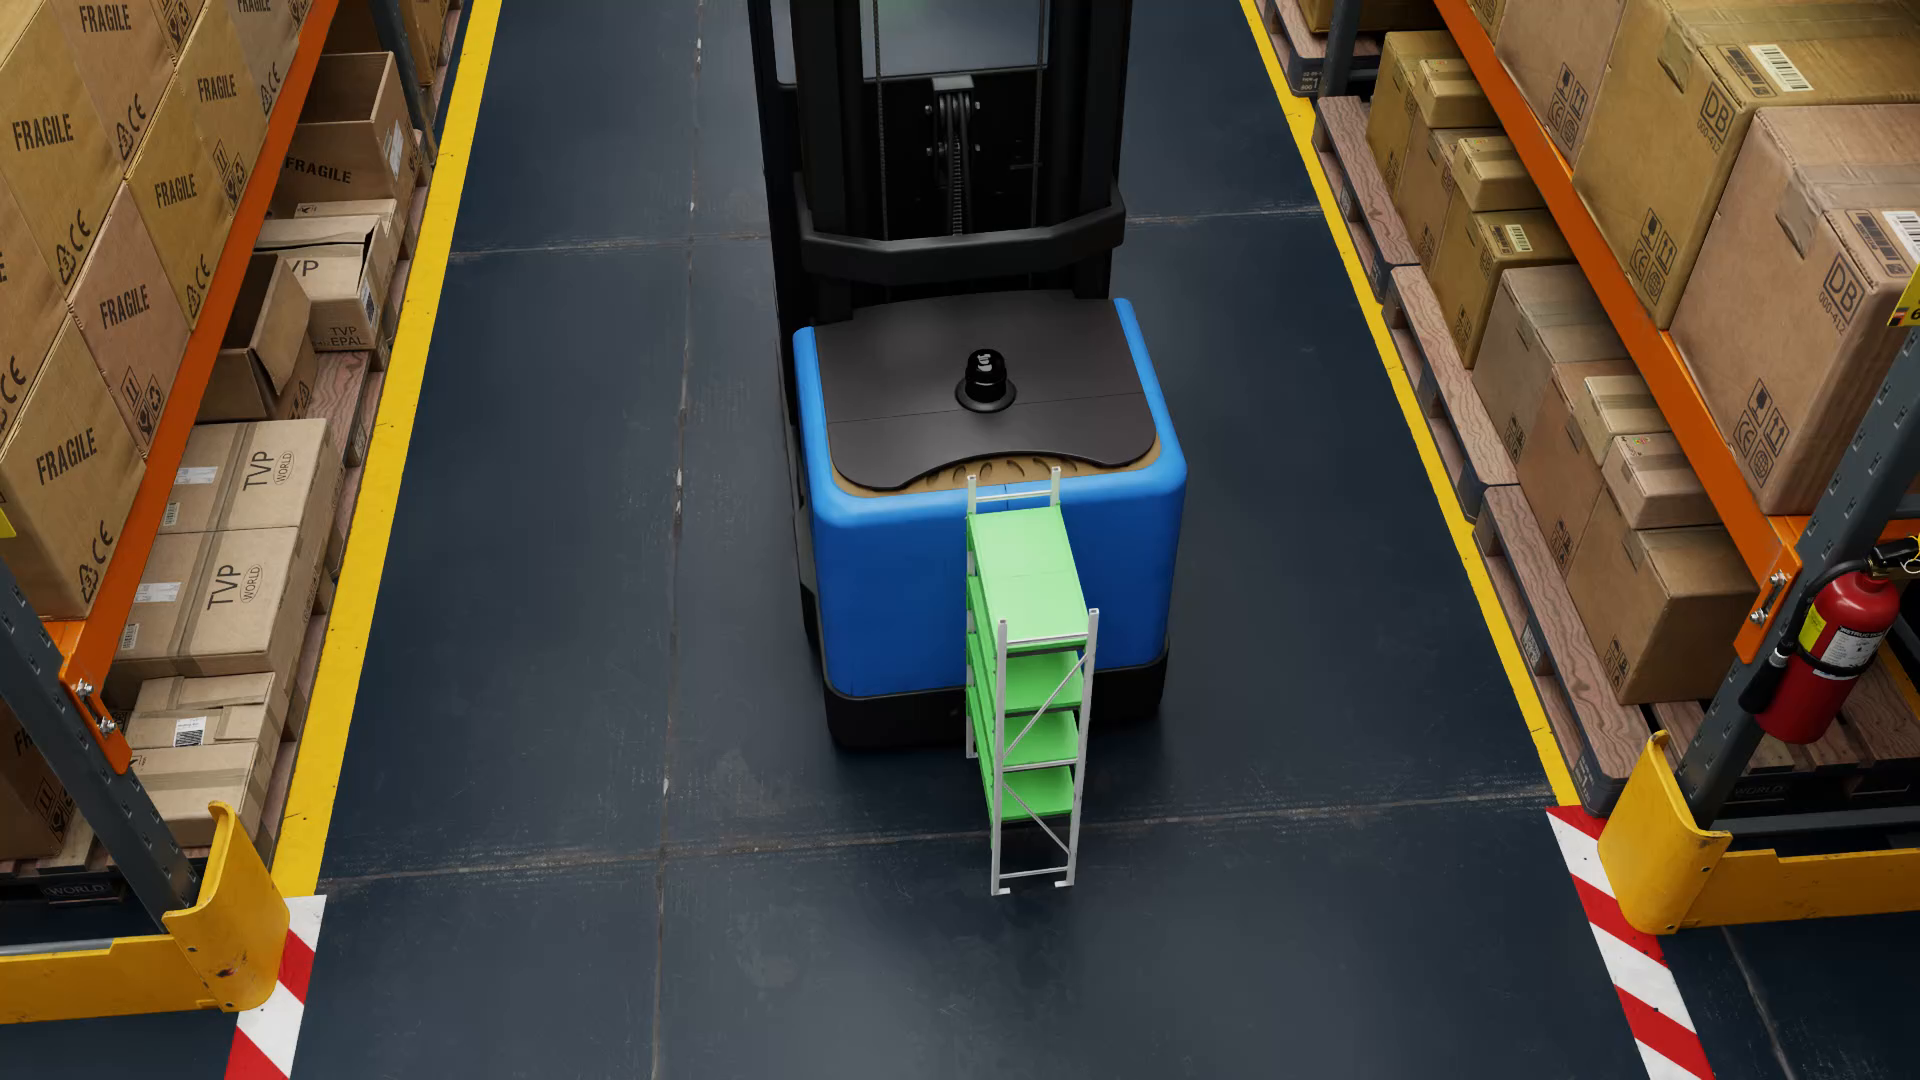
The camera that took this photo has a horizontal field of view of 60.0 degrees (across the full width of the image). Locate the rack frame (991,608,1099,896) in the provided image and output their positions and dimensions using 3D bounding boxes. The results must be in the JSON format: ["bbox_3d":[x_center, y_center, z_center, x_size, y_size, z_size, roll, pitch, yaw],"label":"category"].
[{"bbox_3d":[0.209,0.592,4.362,0.240,1.200,0.015,-6,47,-6],"label":"rack frame"}]

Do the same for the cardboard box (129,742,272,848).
[{"bbox_3d":[-2.166,0.719,4.663,0.380,0.149,0.250,-3,47,-3],"label":"cardboard box"}]

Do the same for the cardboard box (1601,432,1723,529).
[{"bbox_3d":[2.112,-0.180,4.840,0.380,0.149,0.250,-4,47,-4],"label":"cardboard box"}]

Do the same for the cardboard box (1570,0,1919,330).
[{"bbox_3d":[2.338,-1.087,4.507,0.980,0.700,0.700,-4,47,-4],"label":"cardboard box"}]

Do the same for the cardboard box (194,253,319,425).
[{"bbox_3d":[-2.646,-0.614,5.682,0.797,0.503,0.637,-3,47,-3],"label":"cardboard box"}]

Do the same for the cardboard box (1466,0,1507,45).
[{"bbox_3d":[2.212,-2.165,5.528,0.980,0.700,0.700,-5,47,-4],"label":"cardboard box"}]

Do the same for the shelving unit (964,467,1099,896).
[{"bbox_3d":[0.174,0.417,4.529,0.258,1.200,0.503,-6,47,-6],"label":"shelving unit"}]

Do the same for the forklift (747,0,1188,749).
[{"bbox_3d":[-0.090,-1.457,5.111,1.130,2.935,3.031,-6,47,-6],"label":"forklift"}]

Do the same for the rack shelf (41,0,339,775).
[{"bbox_3d":[-2.641,-0.986,5.113,1.077,0.370,4.000,-3,47,-3],"label":"rack shelf"}]

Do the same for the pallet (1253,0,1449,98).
[{"bbox_3d":[1.988,-2.579,8.047,1.003,0.211,1.213,-3,47,-3],"label":"pallet"}]

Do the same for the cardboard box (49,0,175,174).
[{"bbox_3d":[-2.336,-1.241,4.102,0.500,0.500,0.500,-3,47,-3],"label":"cardboard box"}]

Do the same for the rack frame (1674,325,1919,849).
[{"bbox_3d":[2.462,-0.090,3.769,1.000,3.000,0.127,-3,47,-3],"label":"rack frame"}]

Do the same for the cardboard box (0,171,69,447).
[{"bbox_3d":[-2.248,-0.501,3.401,0.500,0.500,0.500,-2,47,-2],"label":"cardboard box"}]

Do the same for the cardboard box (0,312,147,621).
[{"bbox_3d":[-2.248,-0.157,3.764,0.500,0.500,0.500,-3,47,-2],"label":"cardboard box"}]

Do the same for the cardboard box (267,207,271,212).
[{"bbox_3d":[-2.989,-1.590,6.739,0.500,0.311,0.500,-3,47,-3],"label":"cardboard box"}]

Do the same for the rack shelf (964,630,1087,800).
[{"bbox_3d":[0.174,0.461,4.575,0.258,0.148,0.480,-6,47,-6],"label":"rack shelf"}]

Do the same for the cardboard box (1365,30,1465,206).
[{"bbox_3d":[2.088,-1.721,6.747,0.700,0.500,0.500,-3,47,-3],"label":"cardboard box"}]

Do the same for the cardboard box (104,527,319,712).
[{"bbox_3d":[-2.278,0.236,5.051,0.500,0.250,0.500,-3,47,-3],"label":"cardboard box"}]

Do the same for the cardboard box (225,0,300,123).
[{"bbox_3d":[-2.421,-1.624,5.153,0.500,0.500,0.500,-3,47,-2],"label":"cardboard box"}]

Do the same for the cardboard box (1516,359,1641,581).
[{"bbox_3d":[2.262,-0.237,5.341,0.700,0.500,0.500,-4,47,-3],"label":"cardboard box"}]

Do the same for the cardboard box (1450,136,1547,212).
[{"bbox_3d":[1.979,-1.308,5.908,0.380,0.149,0.250,-5,47,-4],"label":"cardboard box"}]

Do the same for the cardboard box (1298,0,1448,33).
[{"bbox_3d":[1.944,-2.851,7.576,0.750,0.750,0.750,-3,47,-3],"label":"cardboard box"}]

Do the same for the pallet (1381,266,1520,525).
[{"bbox_3d":[2.219,-0.585,6.159,1.003,0.211,1.213,-3,47,-3],"label":"pallet"}]

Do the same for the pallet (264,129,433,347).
[{"bbox_3d":[-2.752,-1.224,6.764,1.003,0.211,1.213,-3,47,-3],"label":"pallet"}]

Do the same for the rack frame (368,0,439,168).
[{"bbox_3d":[-2.808,-2.680,6.222,1.000,3.000,0.127,-3,47,-3],"label":"rack frame"}]

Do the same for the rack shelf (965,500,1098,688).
[{"bbox_3d":[0.174,0.131,4.226,0.258,0.148,0.480,-6,47,-6],"label":"rack shelf"}]

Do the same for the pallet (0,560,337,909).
[{"bbox_3d":[-2.548,0.541,5.092,1.003,0.211,1.213,-3,47,-3],"label":"pallet"}]

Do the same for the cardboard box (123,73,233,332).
[{"bbox_3d":[-2.335,-0.894,4.462,0.500,0.500,0.500,-4,47,-3],"label":"cardboard box"}]

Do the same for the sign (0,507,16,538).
[{"bbox_3d":[-1.933,-0.117,3.198,0.100,0.325,0.005,-3,47,-3],"label":"sign"}]

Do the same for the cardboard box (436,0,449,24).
[{"bbox_3d":[-2.662,-2.722,7.680,0.500,0.500,0.500,-3,47,-3],"label":"cardboard box"}]

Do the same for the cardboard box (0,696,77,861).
[{"bbox_3d":[-2.764,0.544,4.588,0.500,0.500,0.500,-3,47,-3],"label":"cardboard box"}]

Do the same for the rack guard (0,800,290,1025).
[{"bbox_3d":[-2.480,1.019,4.441,1.175,0.500,0.348,-3,47,-3],"label":"rack guard"}]

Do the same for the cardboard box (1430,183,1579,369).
[{"bbox_3d":[2.168,-0.986,6.050,0.700,0.500,0.500,-3,47,-2],"label":"cardboard box"}]

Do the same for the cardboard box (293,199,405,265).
[{"bbox_3d":[-2.387,-1.188,6.470,0.380,0.149,0.250,-3,47,-3],"label":"cardboard box"}]
